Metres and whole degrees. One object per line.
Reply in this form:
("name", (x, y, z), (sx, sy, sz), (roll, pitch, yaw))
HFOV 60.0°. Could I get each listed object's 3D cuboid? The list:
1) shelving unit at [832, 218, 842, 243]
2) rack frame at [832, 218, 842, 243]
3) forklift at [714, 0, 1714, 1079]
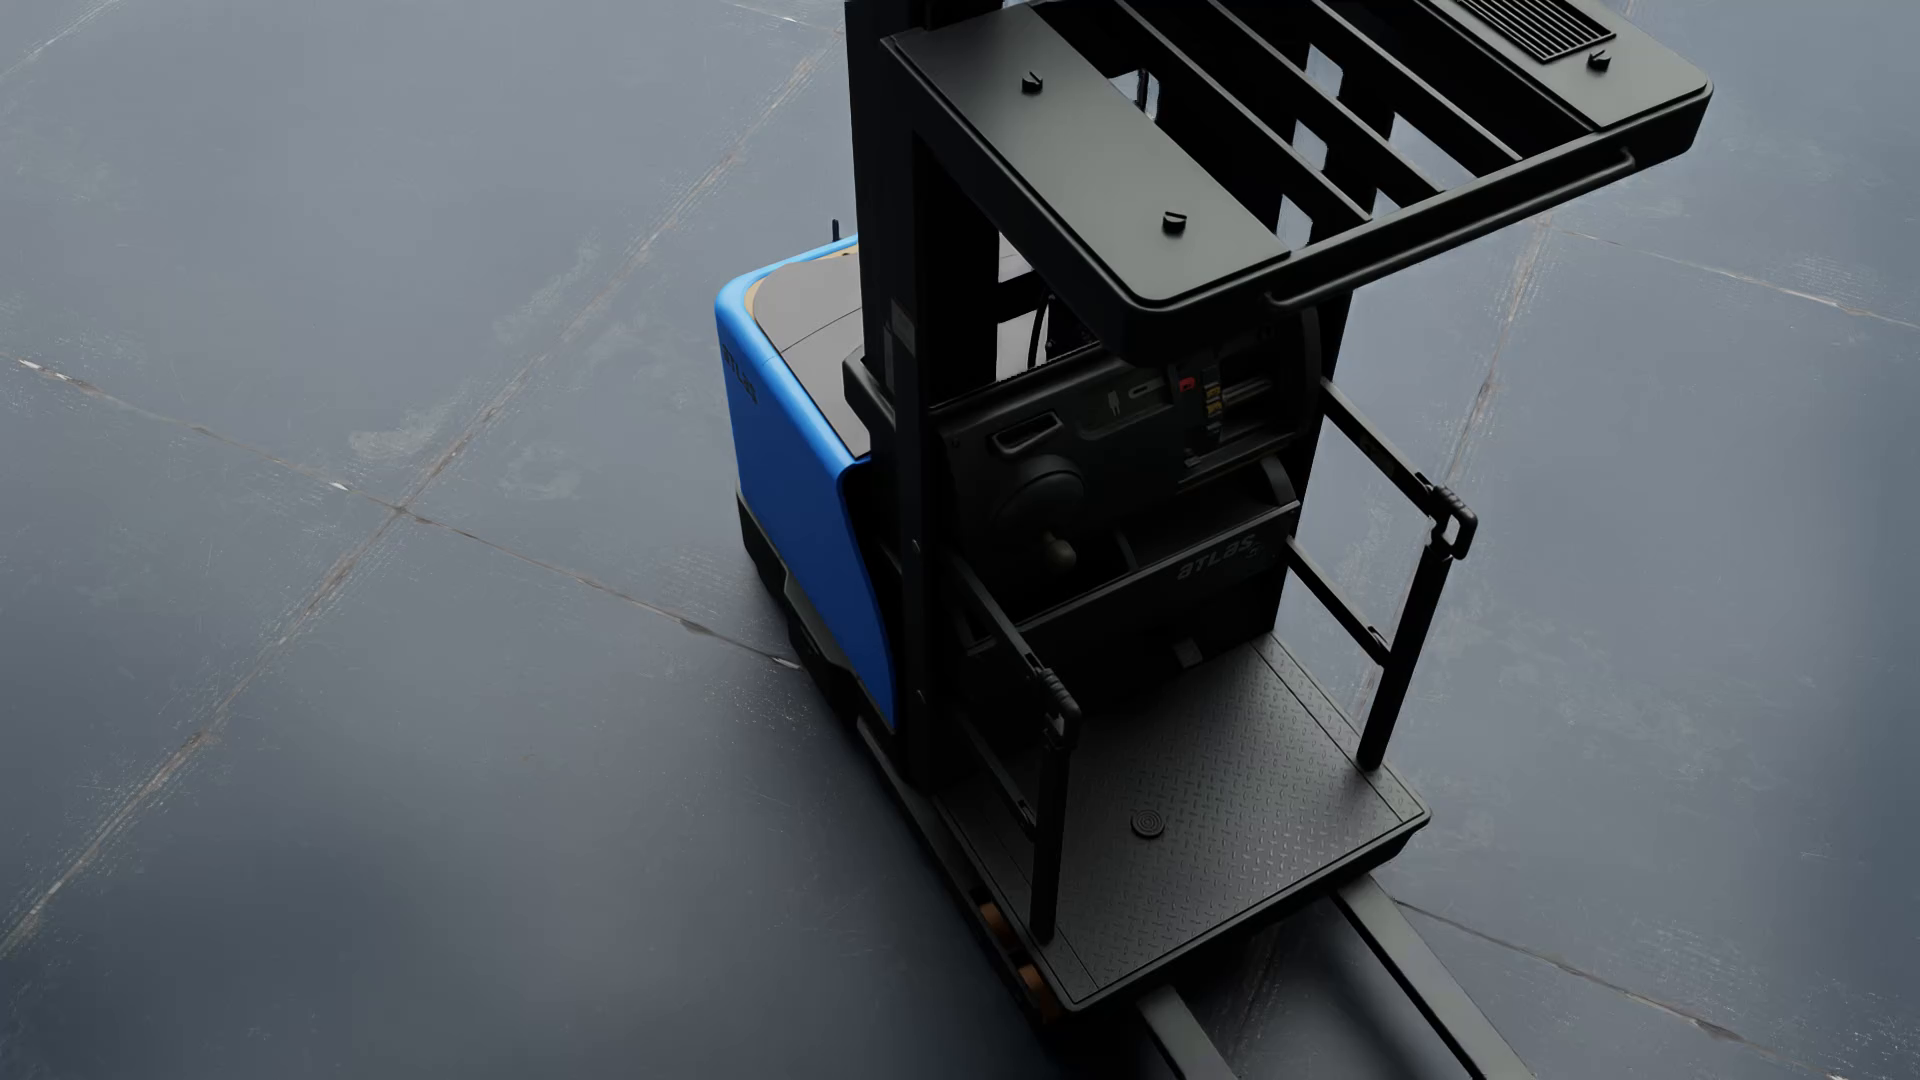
("shelving unit", (-0.217, -0.654, 5.215), (0.258, 0.900, 0.210), (31, 56, 24))
("rack frame", (-0.279, -0.593, 5.164), (0.240, 0.900, 0.006), (31, 56, 24))
("forklift", (0.493, -0.138, 3.443), (1.130, 2.935, 3.031), (-23, 53, -19))
